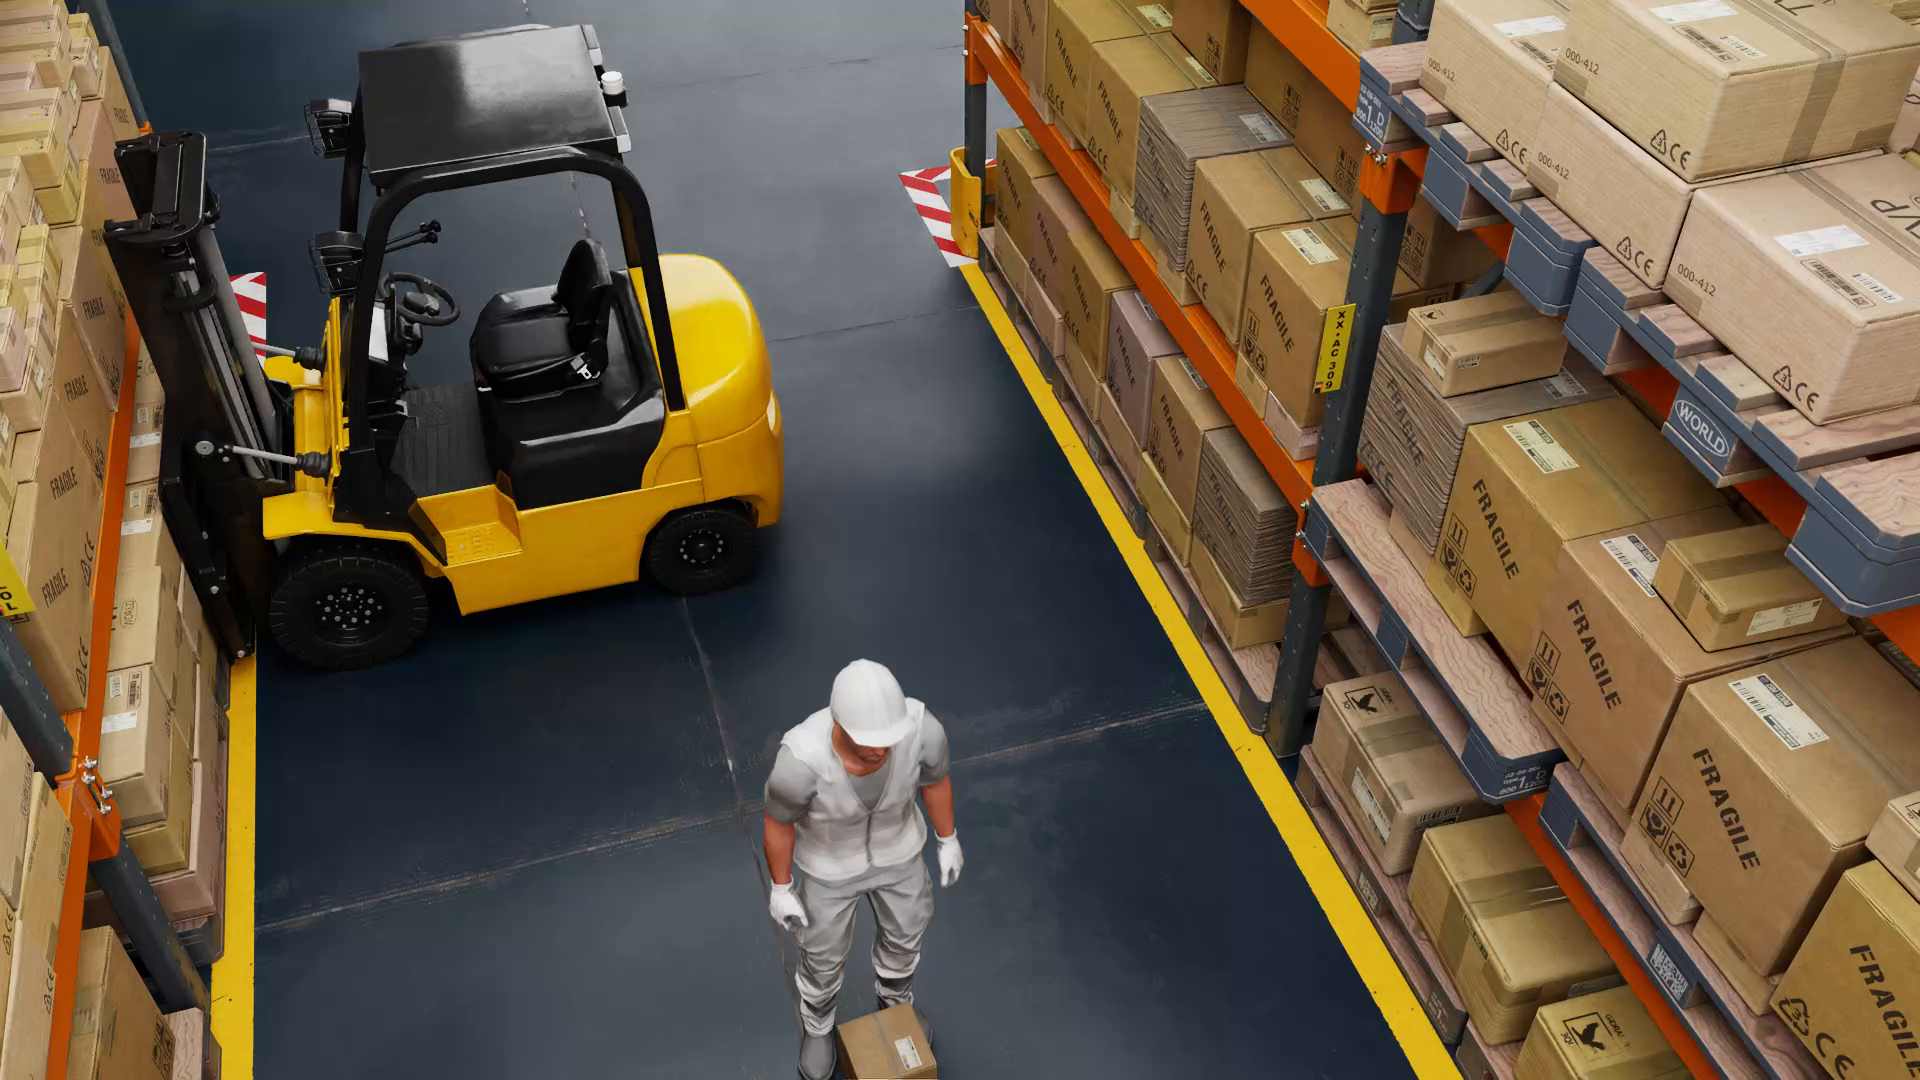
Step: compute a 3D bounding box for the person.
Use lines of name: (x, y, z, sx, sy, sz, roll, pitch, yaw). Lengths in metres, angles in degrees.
person: (-0.288, 0.986, 5.047, 0.623, 1.780, 0.446, -14, 44, -15)
